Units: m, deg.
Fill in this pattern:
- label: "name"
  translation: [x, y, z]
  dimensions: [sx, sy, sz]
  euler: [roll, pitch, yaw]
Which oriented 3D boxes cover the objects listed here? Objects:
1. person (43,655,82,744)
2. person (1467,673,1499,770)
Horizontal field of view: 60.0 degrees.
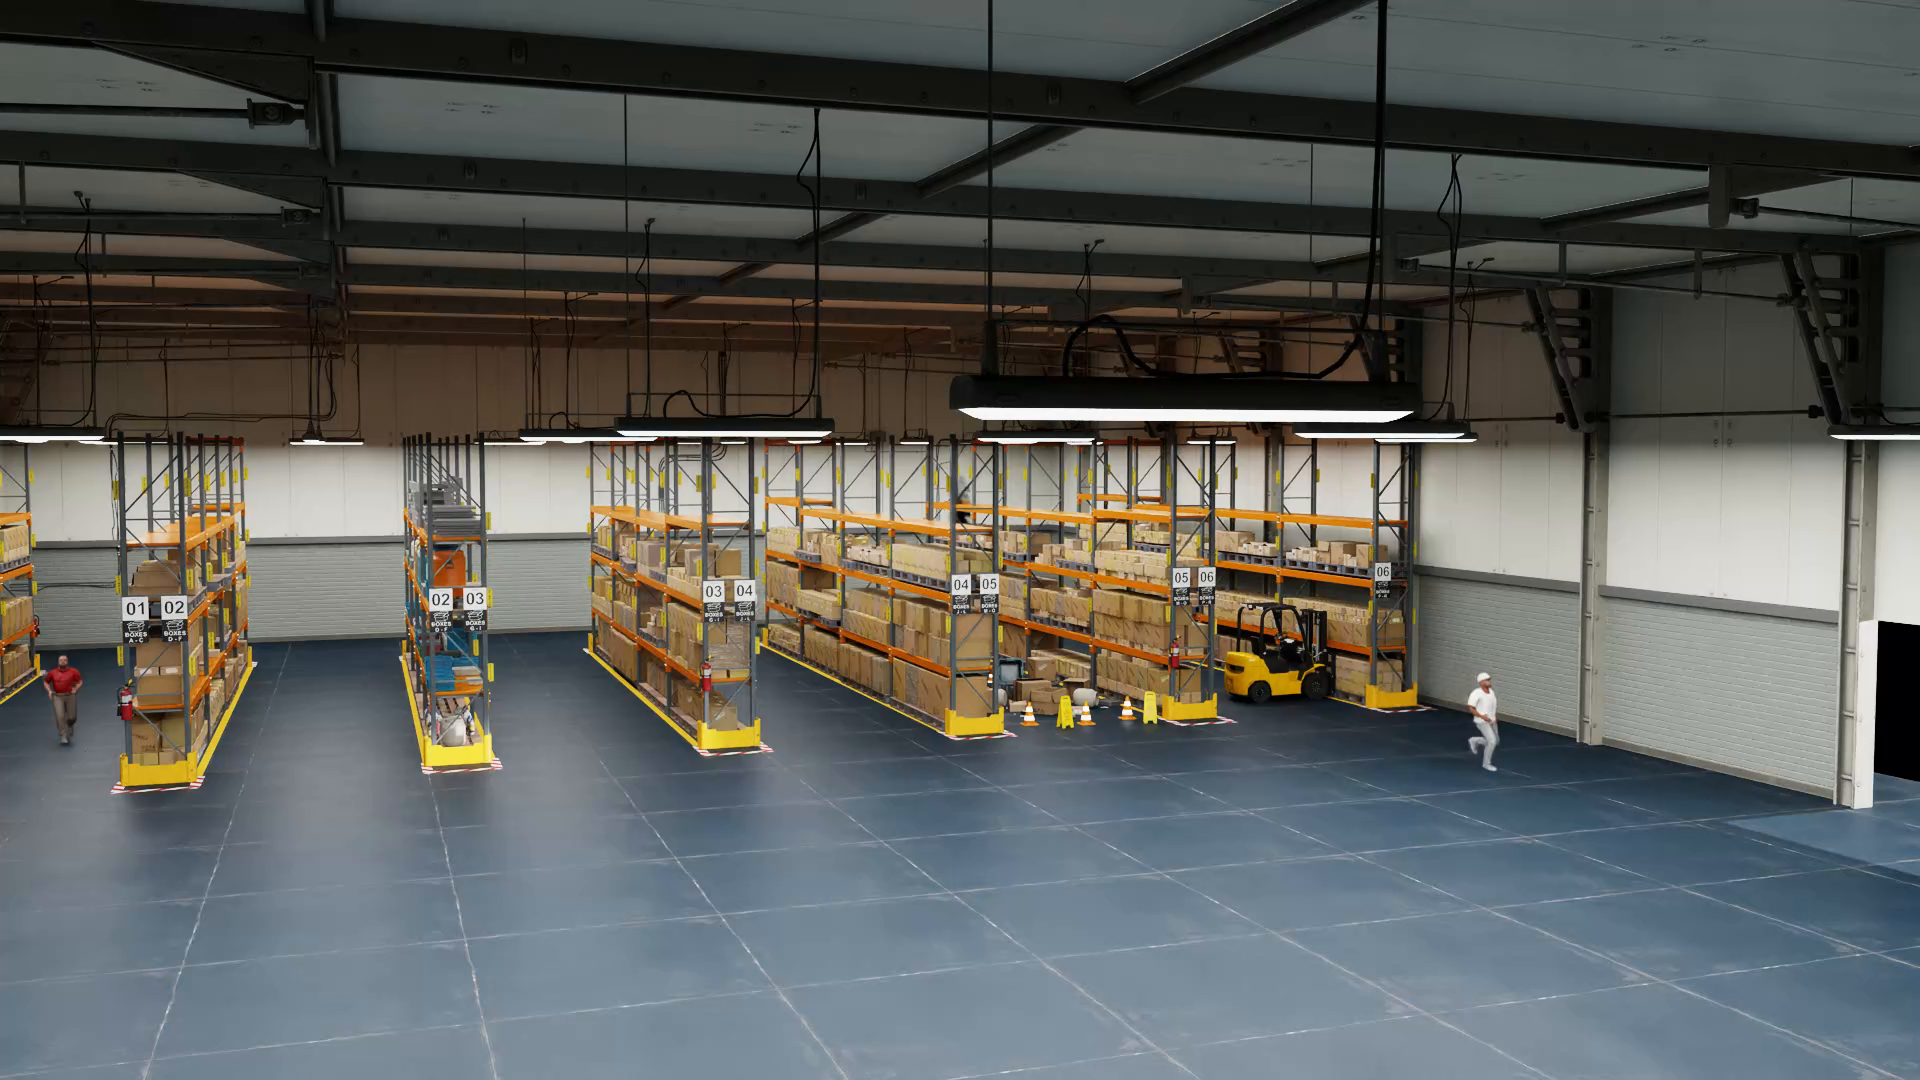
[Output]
- label: "person"
  translation: [-17.451, 3.085, 32.368]
  dimensions: [0.669, 1.679, 0.752]
  euler: [-2, 4, -31]
- label: "person"
  translation: [9.347, 3.229, 29.753]
  dimensions: [0.720, 1.703, 0.661]
  euler: [-3, 4, -41]
